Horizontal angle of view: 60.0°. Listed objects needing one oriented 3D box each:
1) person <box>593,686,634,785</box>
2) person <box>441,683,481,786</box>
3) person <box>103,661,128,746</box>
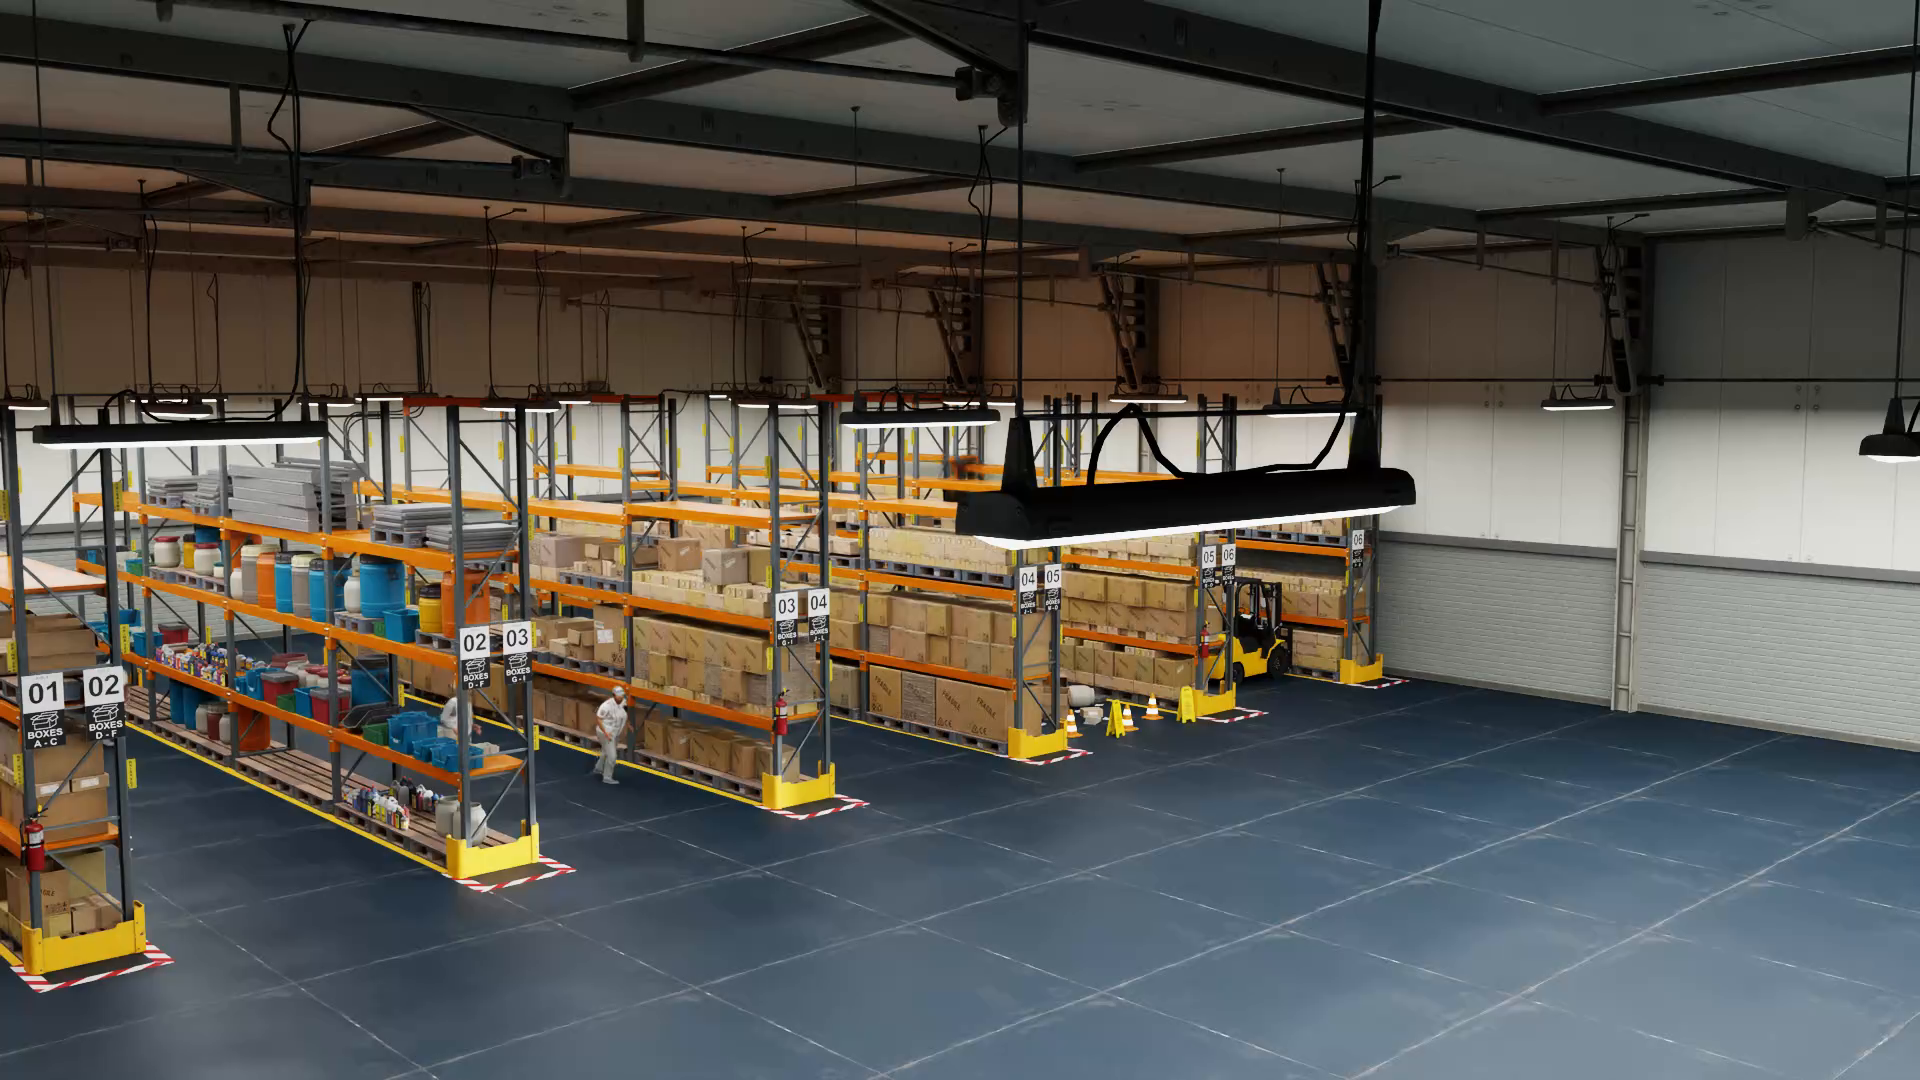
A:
[{"bbox_3d":[-5.497,3.032,26.118,0.829,1.578,0.632,3,6,25],"label":"person"},{"bbox_3d":[-7.823,2.993,25.823,0.633,1.698,0.658,2,6,21],"label":"person"},{"bbox_3d":[-14.707,2.793,28.626,0.909,1.570,0.730,4,7,37],"label":"person"}]
